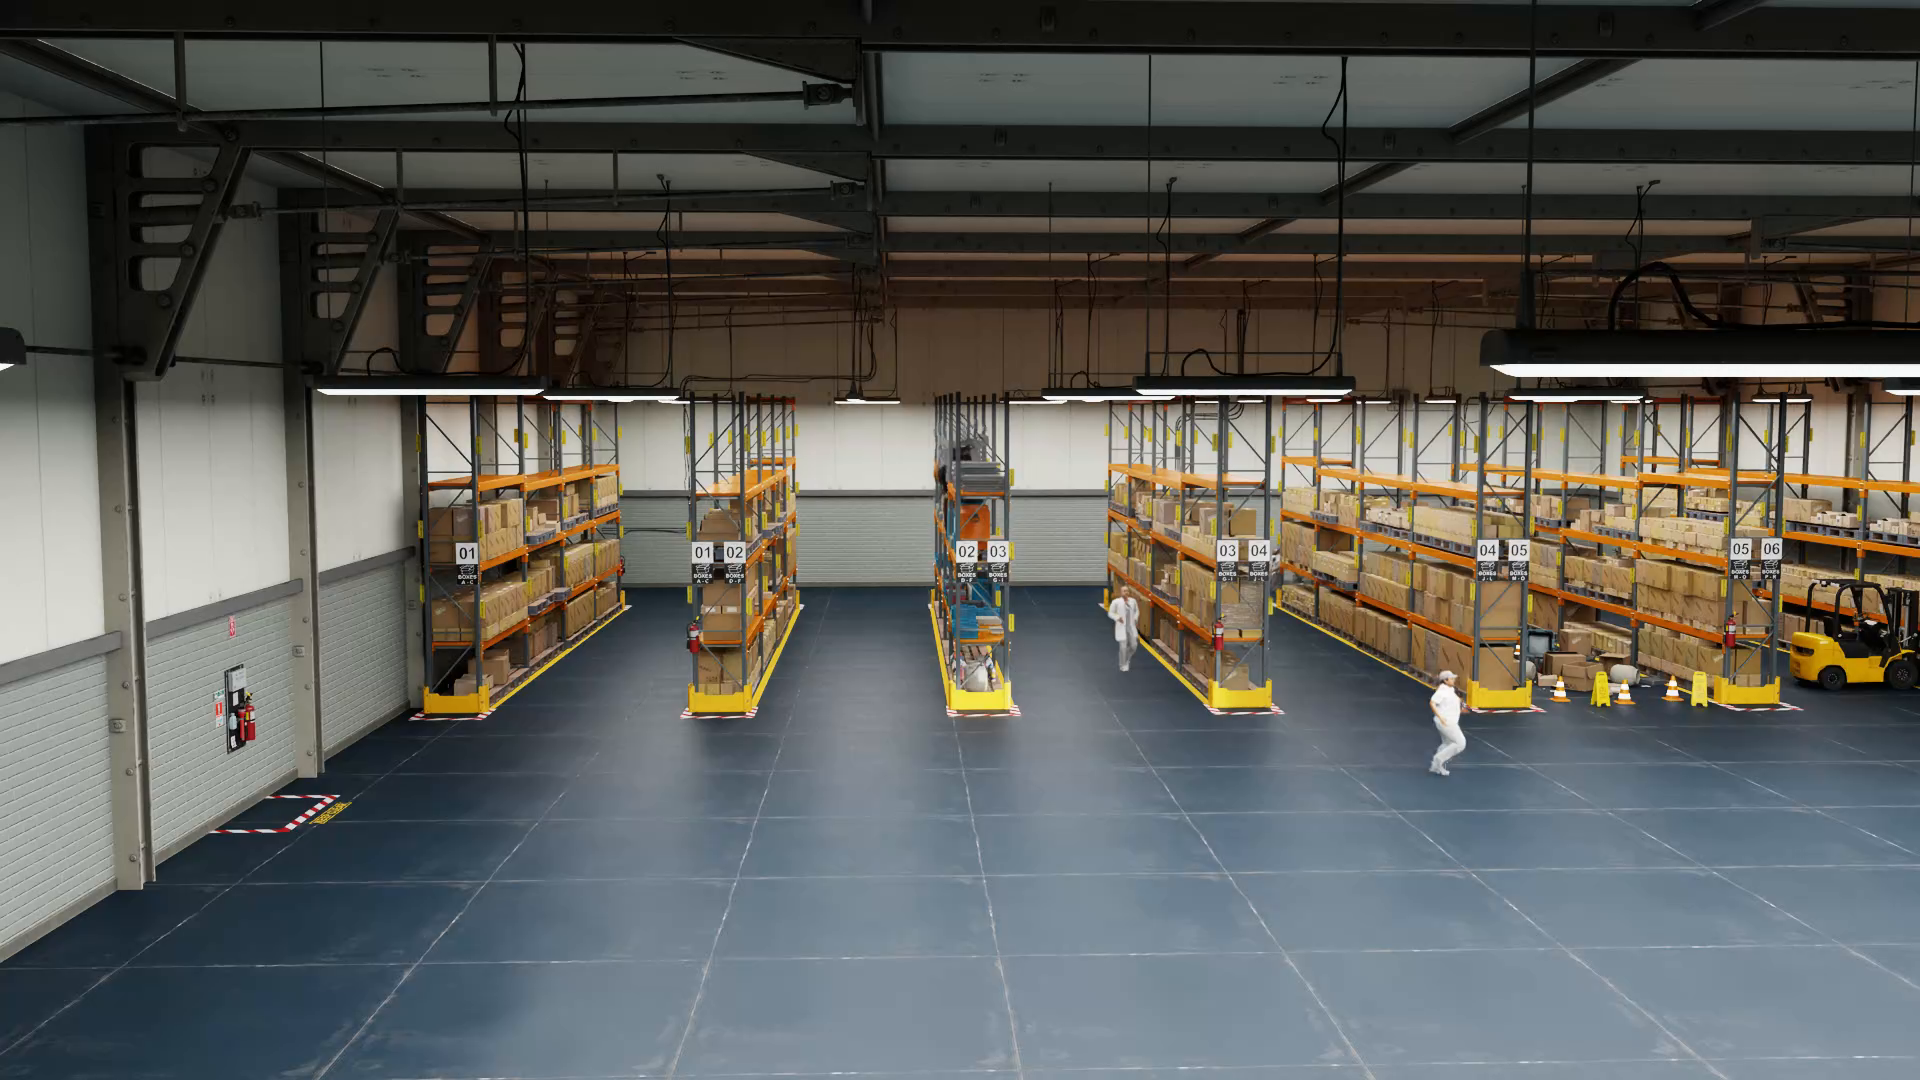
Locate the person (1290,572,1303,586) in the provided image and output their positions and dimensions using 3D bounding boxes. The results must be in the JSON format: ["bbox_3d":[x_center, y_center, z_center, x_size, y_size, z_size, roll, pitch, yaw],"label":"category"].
[{"bbox_3d":[9.959,0.970,49.098,0.752,1.619,0.681,3,5,32],"label":"person"}]

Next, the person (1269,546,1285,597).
[{"bbox_3d":[9.275,1.012,48.815,0.714,1.673,0.616,-1,5,-15],"label":"person"}]

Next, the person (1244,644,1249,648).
[{"bbox_3d":[6.790,1.770,39.607,0.575,1.557,0.678,0,5,-1],"label":"person"}]

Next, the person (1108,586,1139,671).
[{"bbox_3d":[3.407,1.836,34.147,0.684,1.770,0.616,-1,5,-15],"label":"person"}]

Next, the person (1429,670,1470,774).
[{"bbox_3d":[7.598,2.839,25.801,0.583,1.629,0.592,2,5,22],"label":"person"}]
